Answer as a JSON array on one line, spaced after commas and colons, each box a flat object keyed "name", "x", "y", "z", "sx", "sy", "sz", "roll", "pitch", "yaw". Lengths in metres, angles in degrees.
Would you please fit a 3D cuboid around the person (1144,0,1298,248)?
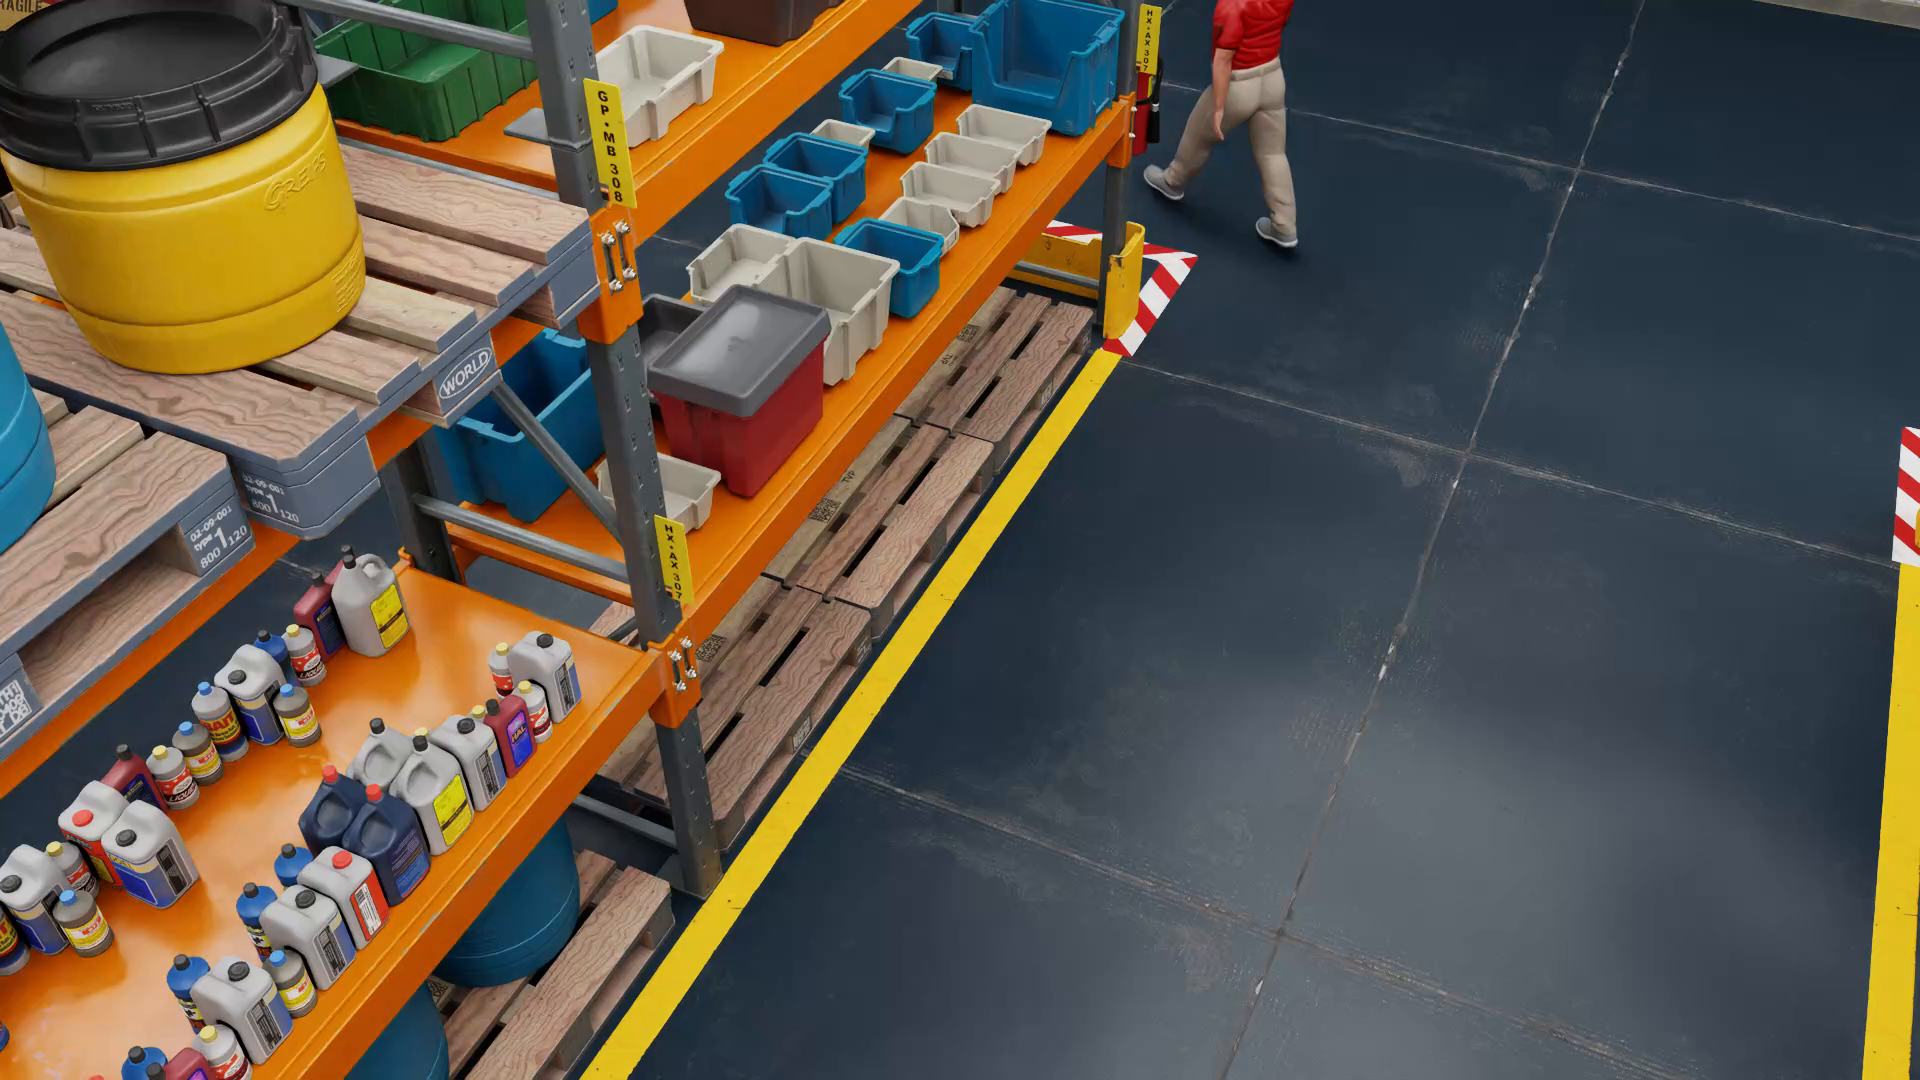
[{"name": "person", "x": 1.469, "y": -2.478, "z": 8.940, "sx": 0.570, "sy": 1.657, "sz": 1.093, "roll": -21, "pitch": 46, "yaw": -22}]
